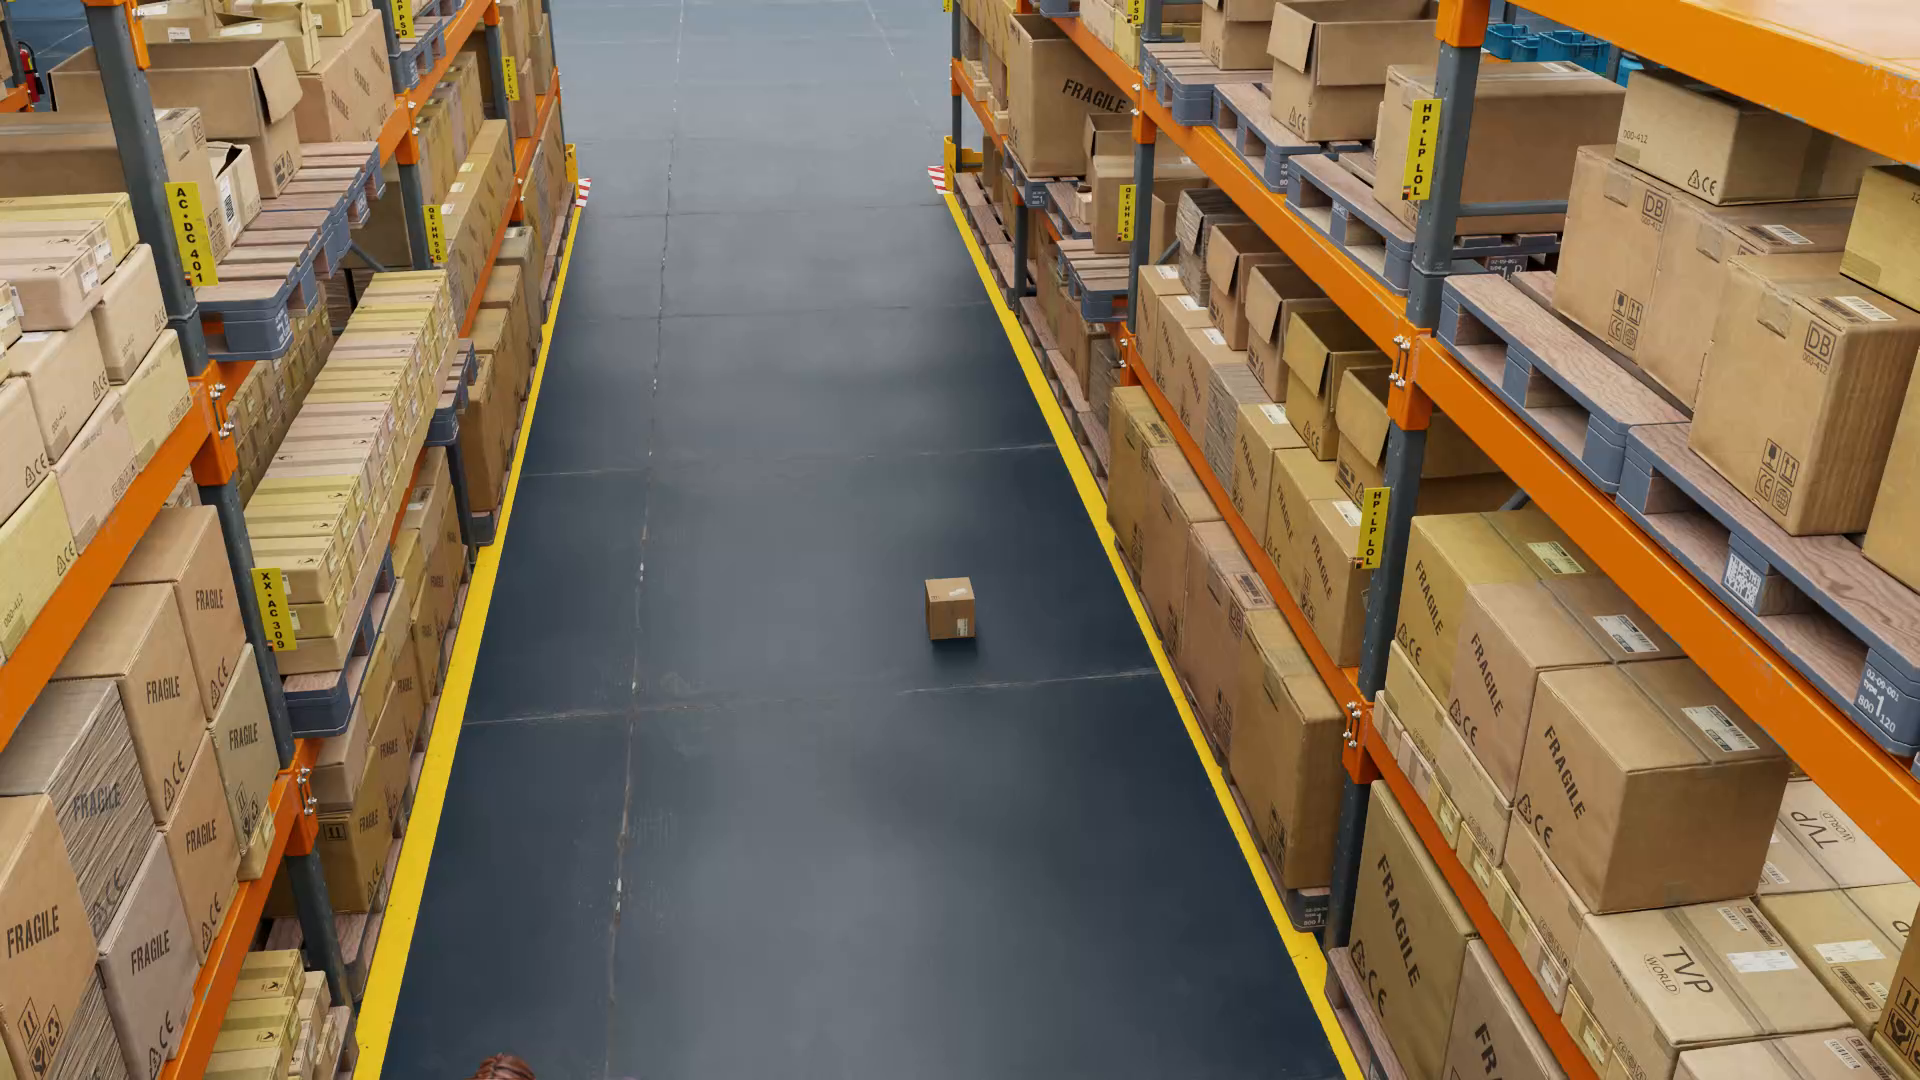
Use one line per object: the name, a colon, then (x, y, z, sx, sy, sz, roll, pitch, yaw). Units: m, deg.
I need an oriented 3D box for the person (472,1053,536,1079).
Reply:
person: (-1.259, 2.113, 4.555, 0.508, 1.601, 0.466, 7, 28, 13)
